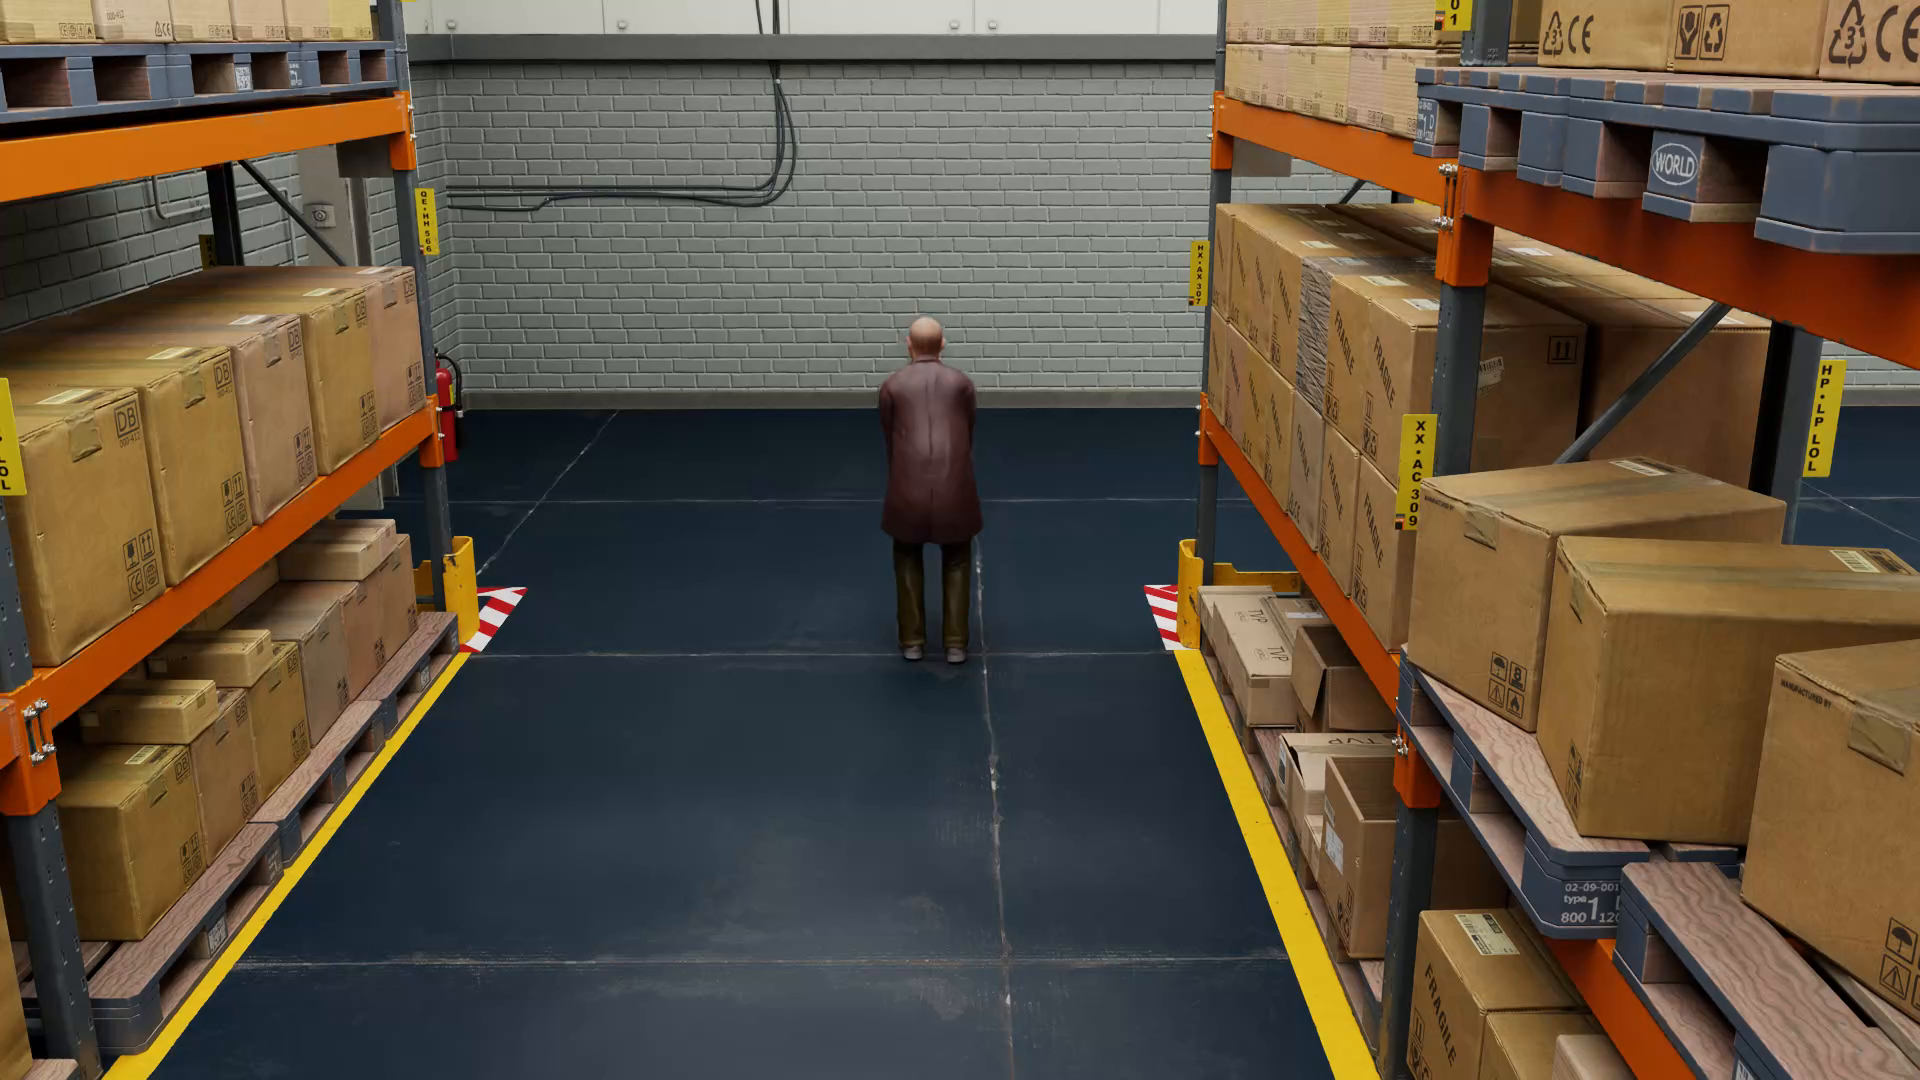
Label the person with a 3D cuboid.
[{"bbox_3d":[-0.145,-0.264,8.509,0.528,1.744,0.599,-1,17,-2],"label":"person"}]
